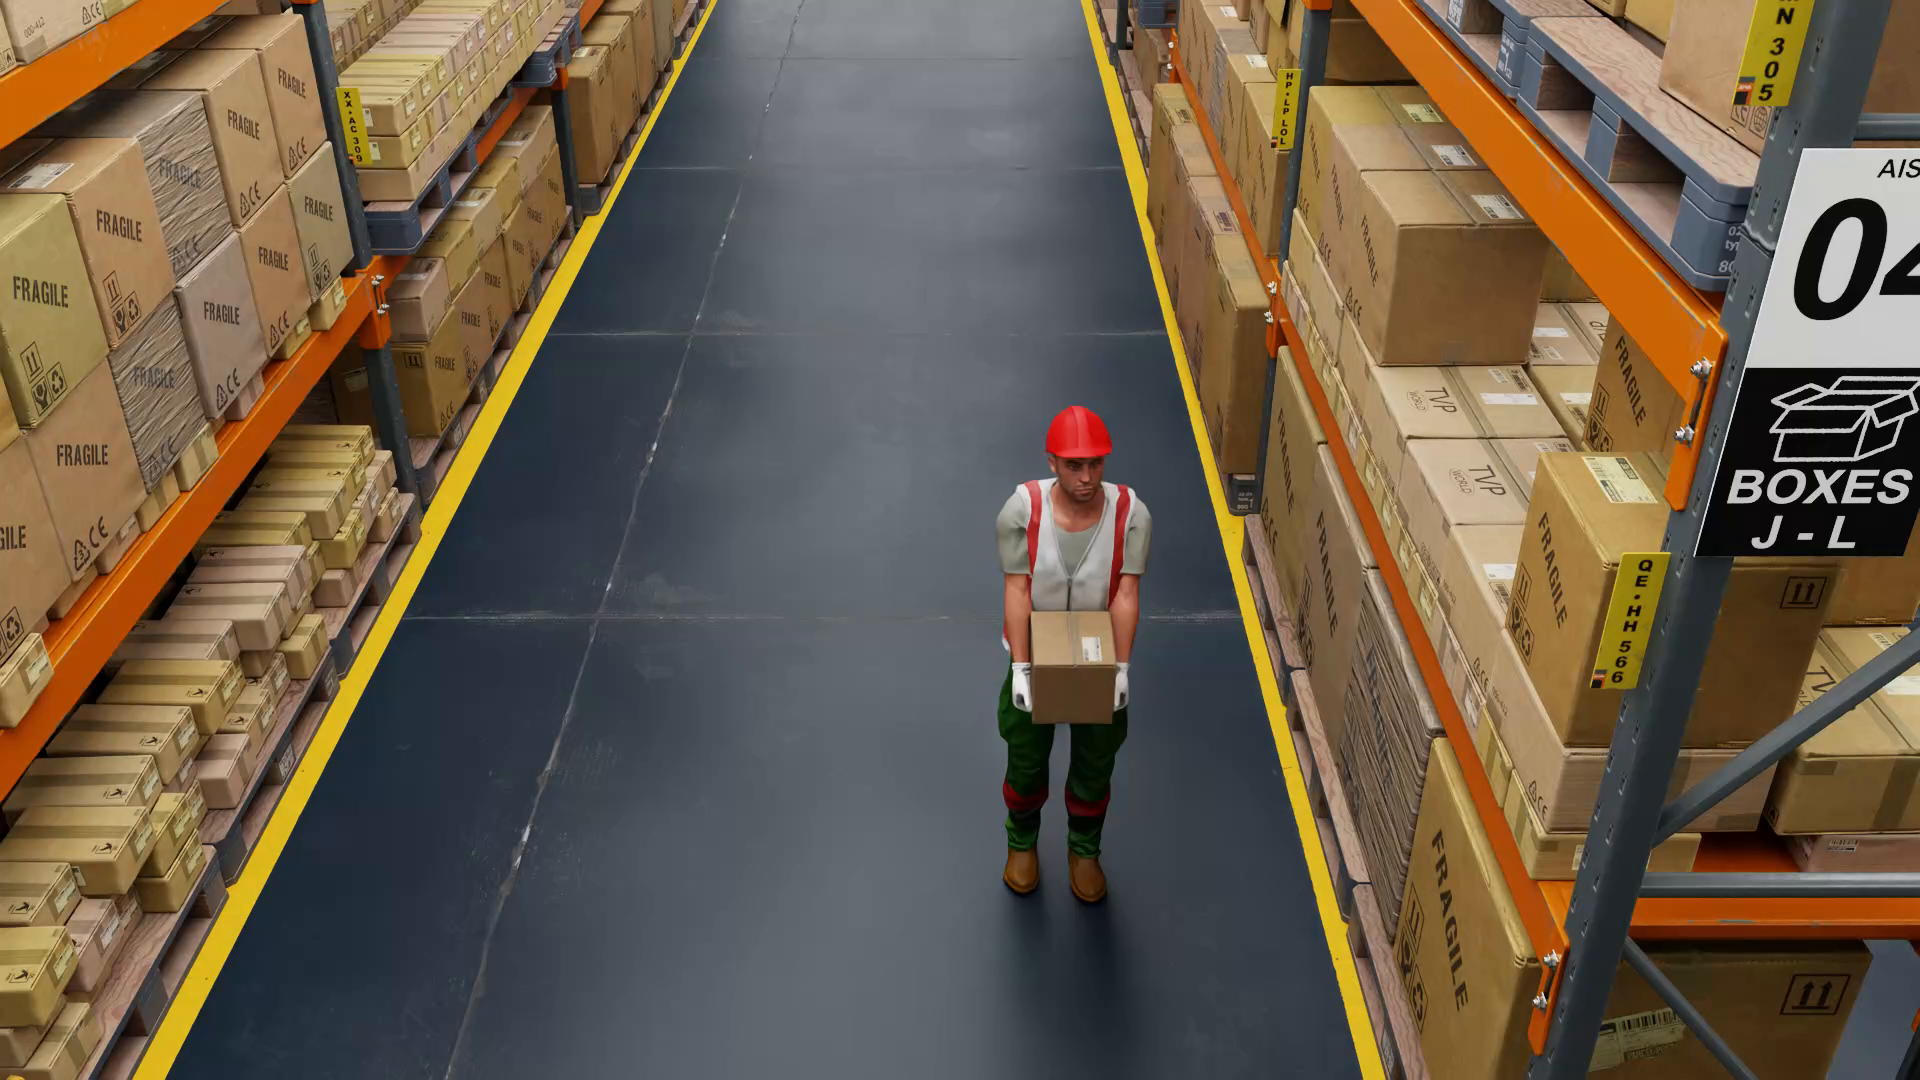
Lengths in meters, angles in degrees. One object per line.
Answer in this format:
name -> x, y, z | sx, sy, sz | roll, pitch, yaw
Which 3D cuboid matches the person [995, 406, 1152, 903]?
person -> 3.639, -2.440, 10.131 | 7.108, 1.786, 11.611 | 0, 31, 0
